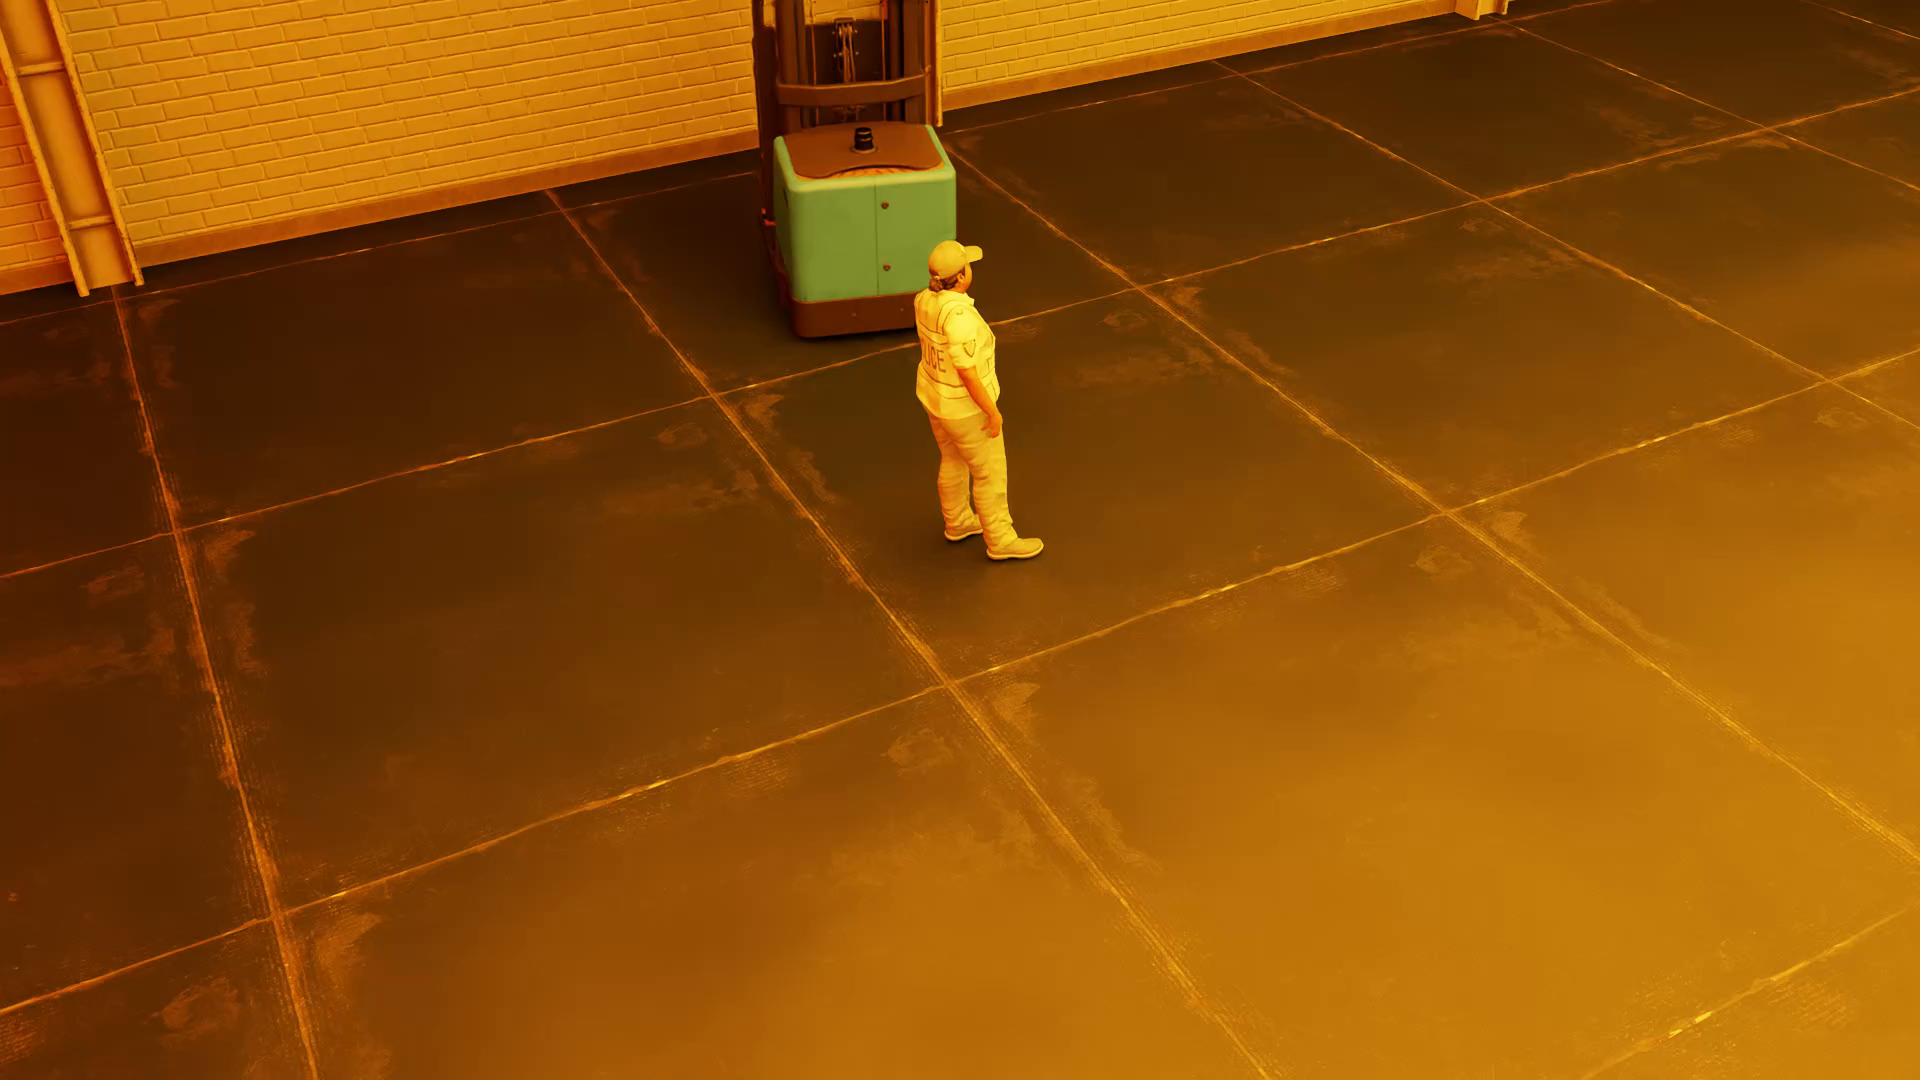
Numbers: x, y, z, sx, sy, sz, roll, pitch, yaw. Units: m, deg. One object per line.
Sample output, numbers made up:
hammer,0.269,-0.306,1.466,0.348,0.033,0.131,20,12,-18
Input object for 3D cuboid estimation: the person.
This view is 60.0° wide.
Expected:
person,0.078,-0.696,8.189,0.529,1.670,0.598,-17,39,-23

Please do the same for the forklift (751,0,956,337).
forklift,-0.816,-3.300,10.792,1.130,2.935,3.031,-7,36,-10
